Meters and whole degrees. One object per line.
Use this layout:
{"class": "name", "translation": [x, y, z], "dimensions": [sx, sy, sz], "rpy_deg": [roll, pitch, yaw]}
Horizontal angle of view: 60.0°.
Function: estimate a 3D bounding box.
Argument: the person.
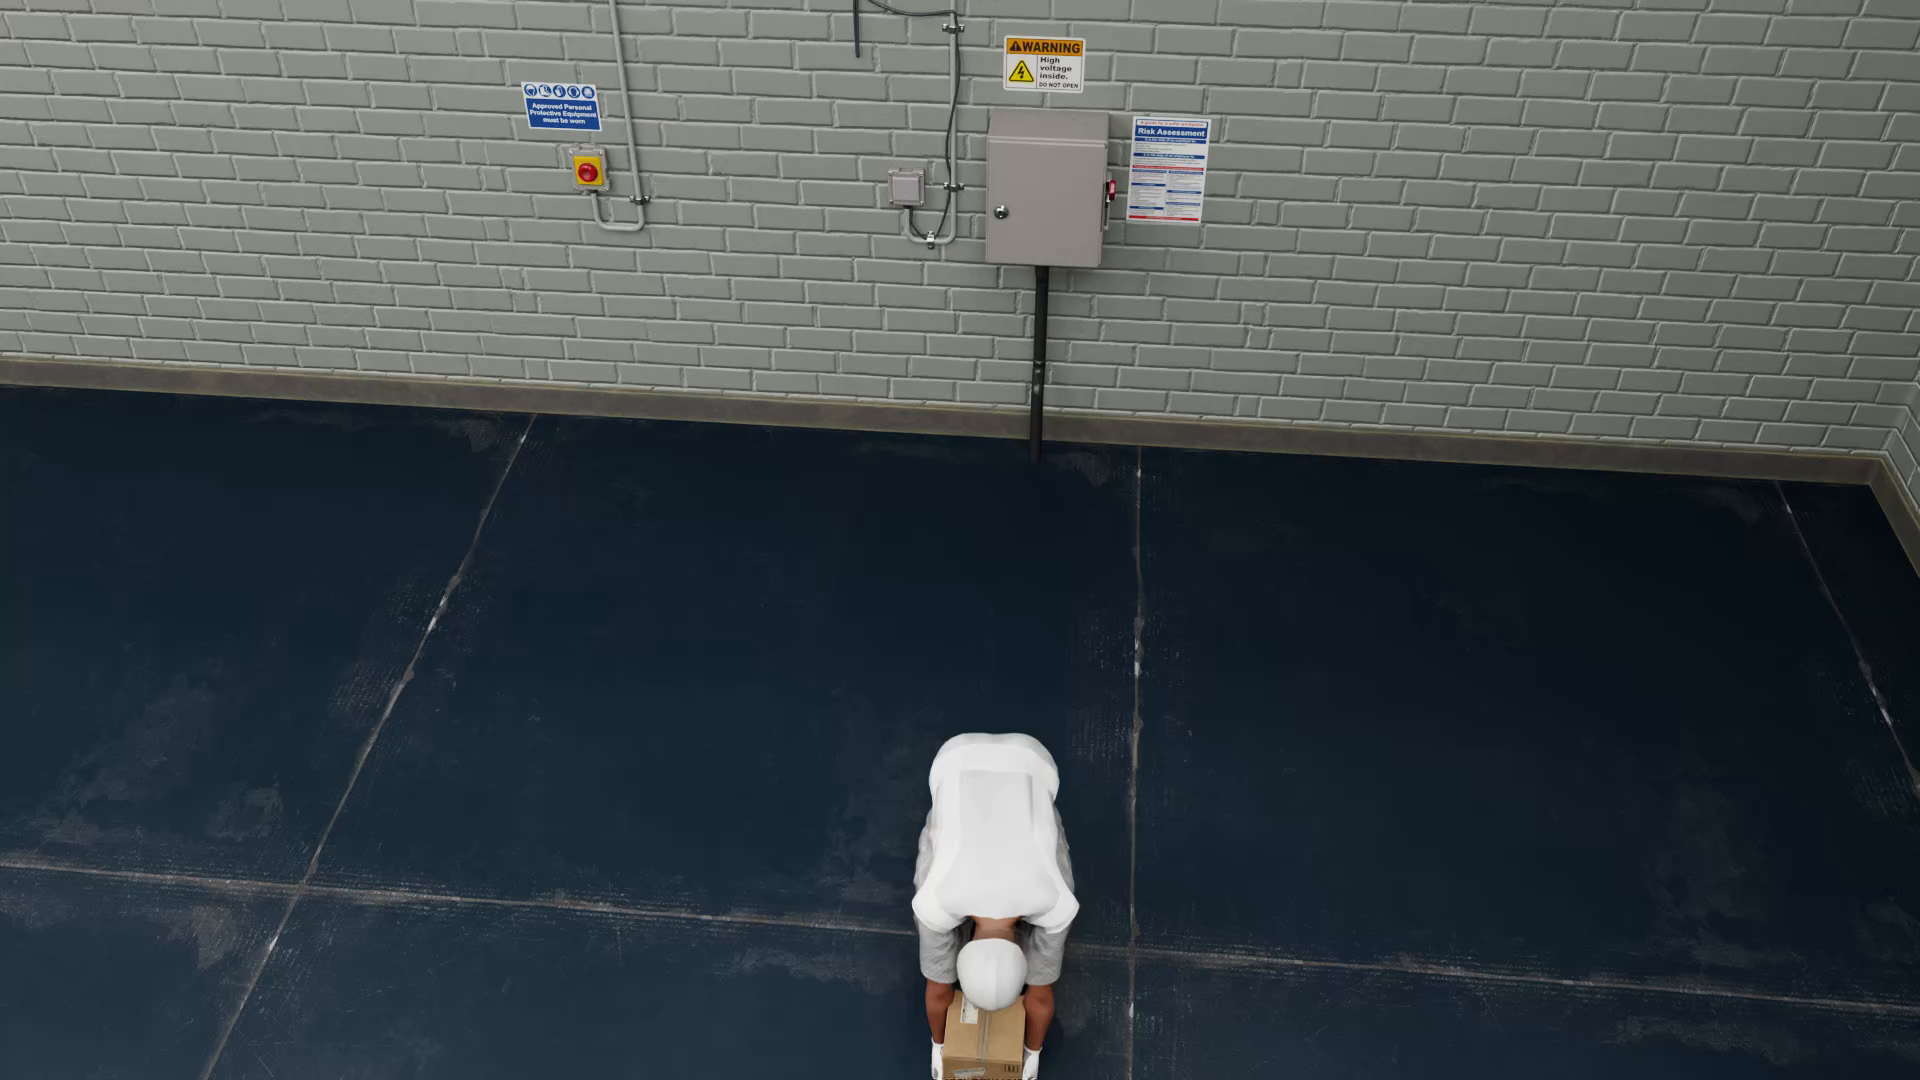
{"class": "person", "translation": [0.112, 1.196, 5.396], "dimensions": [0.534, 0.917, 0.986], "rpy_deg": [2, 40, 2]}
